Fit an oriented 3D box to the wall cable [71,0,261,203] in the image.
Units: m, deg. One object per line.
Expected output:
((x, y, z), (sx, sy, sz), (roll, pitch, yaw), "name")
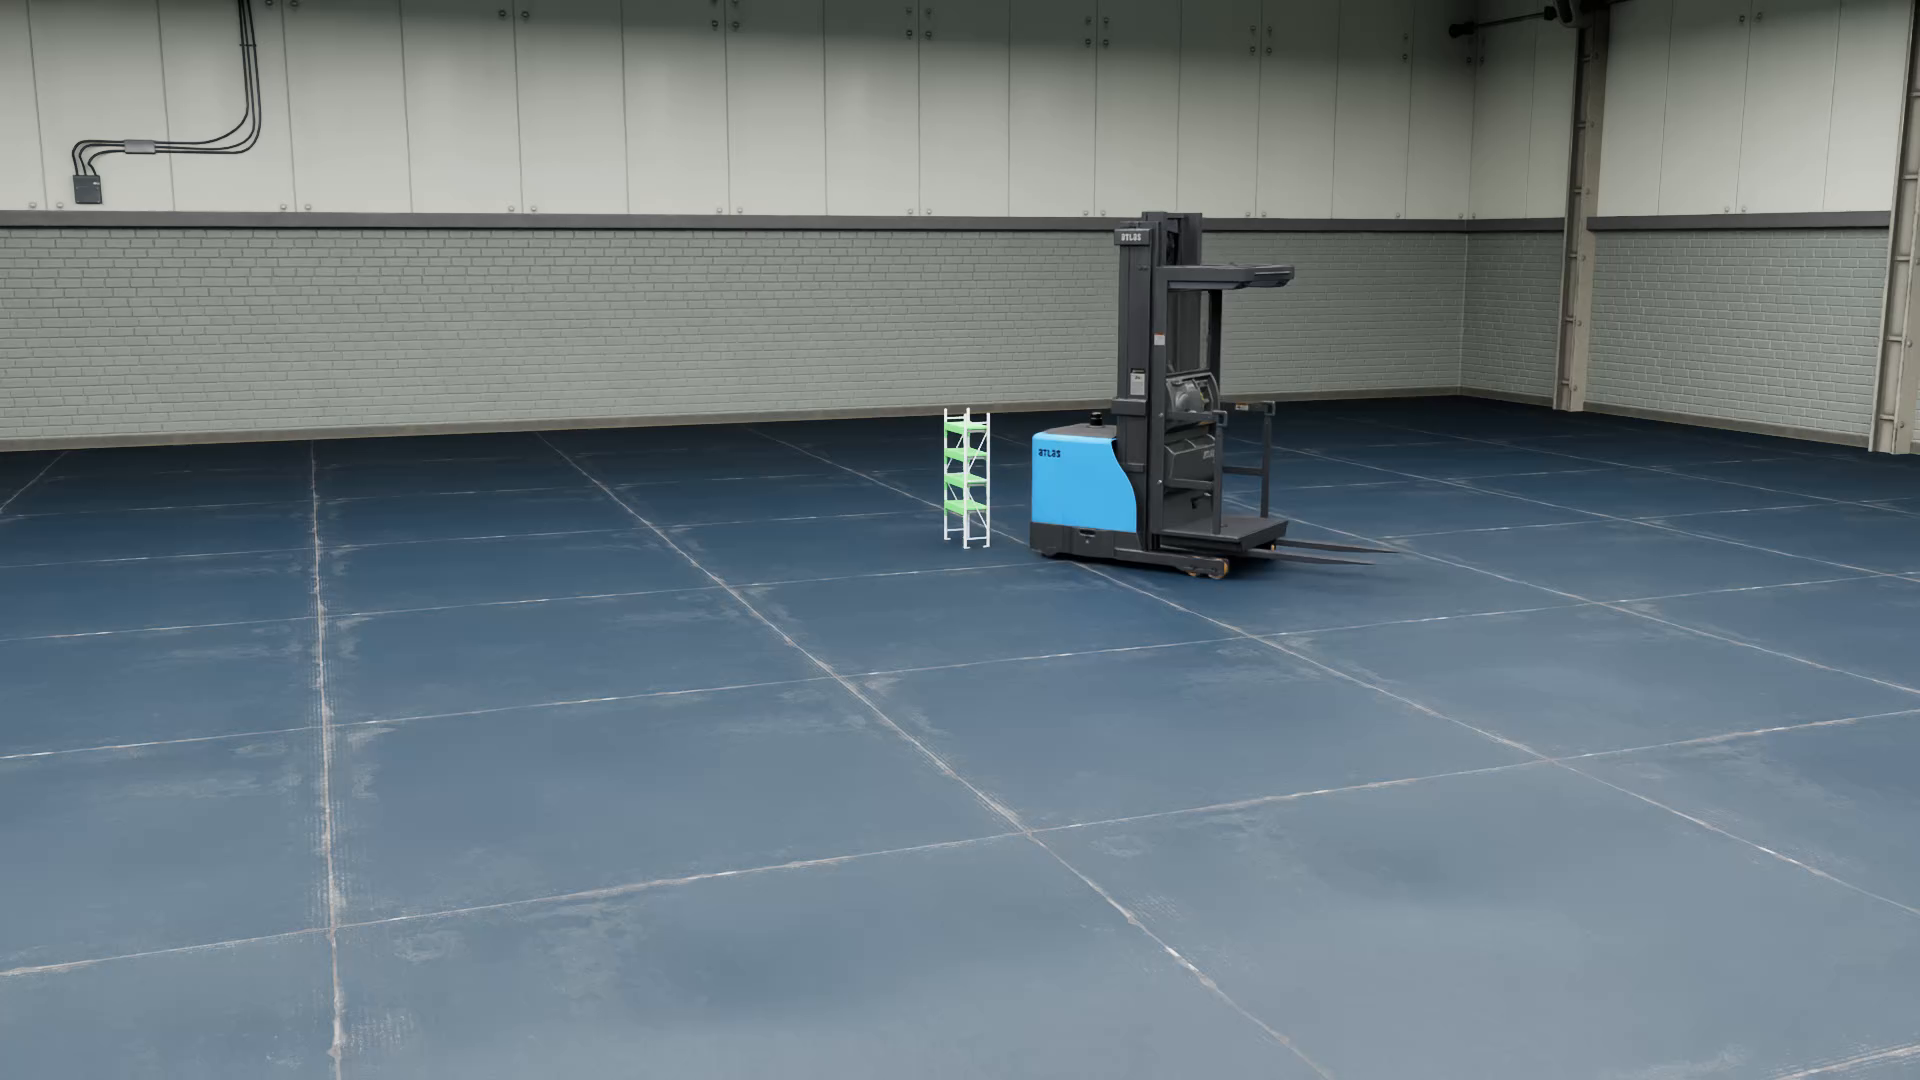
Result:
((-10.384, -7.397, 21.431), (2.305, 6.003, 0.169), (-4, 11, -21), "wall cable")

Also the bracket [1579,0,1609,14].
((9.775, -8.239, 25.597), (0.235, 0.232, 0.430), (-4, 11, -21), "bracket")

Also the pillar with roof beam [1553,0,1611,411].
((5.943, -6.284, 24.884), (9.100, 9.000, 0.548), (-4, 11, -21), "pillar with roof beam")

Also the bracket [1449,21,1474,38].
((8.616, -8.762, 28.533), (0.235, 0.232, 0.430), (-4, 11, -21), "bracket")

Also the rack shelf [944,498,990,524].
((0.060, -0.265, 15.046), (0.258, 0.148, 0.480), (-4, 11, -21), "rack shelf")

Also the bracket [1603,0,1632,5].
((10.709, -7.819, 23.232), (0.076, 0.066, 4.783), (-4, 11, -21), "bracket")

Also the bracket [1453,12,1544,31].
((8.830, -8.665, 27.991), (0.076, 0.066, 3.189), (-4, 11, -21), "bracket")

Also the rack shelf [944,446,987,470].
((0.060, -0.737, 14.962), (0.258, 0.148, 0.480), (-4, 11, -21), "rack shelf")

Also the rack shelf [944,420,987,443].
((0.060, -0.973, 14.920), (0.258, 0.148, 0.480), (-4, 11, -21), "rack shelf")

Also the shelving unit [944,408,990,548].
((0.060, -0.564, 14.993), (0.258, 1.200, 0.503), (-4, 11, -21), "shelving unit")

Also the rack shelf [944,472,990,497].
((0.060, -0.501, 15.004), (0.258, 0.148, 0.480), (-4, 11, -21), "rack shelf")

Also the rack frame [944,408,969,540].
((-0.028, -0.604, 15.217), (0.240, 1.200, 0.015), (-4, 11, -21), "rack frame")

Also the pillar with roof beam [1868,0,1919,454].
((8.118, -5.305, 19.378), (9.100, 9.000, 0.400), (-4, 11, -21), "pillar with roof beam")

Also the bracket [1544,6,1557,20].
((9.475, -8.375, 26.358), (0.235, 0.232, 0.430), (-4, 11, -21), "bracket")

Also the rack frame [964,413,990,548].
((0.148, -0.524, 14.769), (0.240, 1.200, 0.015), (-4, 11, -21), "rack frame")

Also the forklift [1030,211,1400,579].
((2.121, -1.232, 13.807), (3.031, 2.935, 1.130), (6, 12, 32), "forklift")
